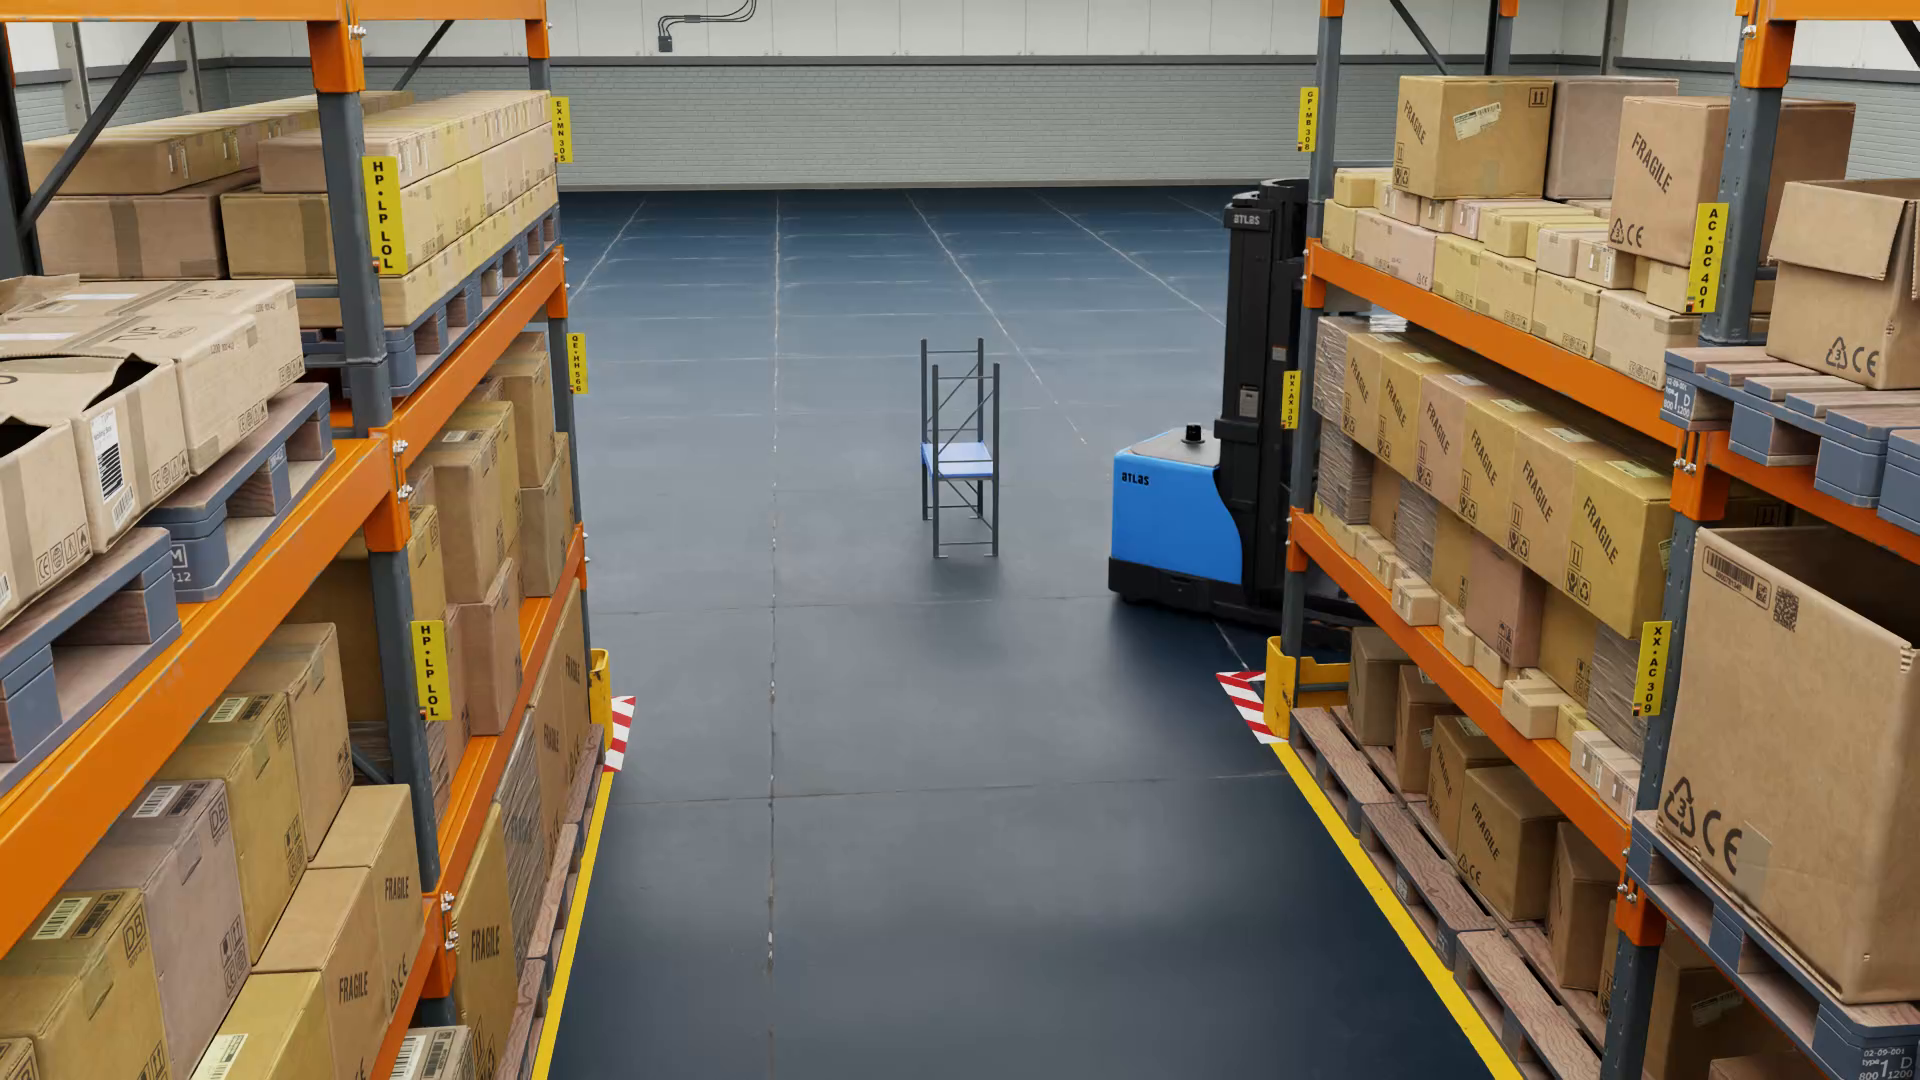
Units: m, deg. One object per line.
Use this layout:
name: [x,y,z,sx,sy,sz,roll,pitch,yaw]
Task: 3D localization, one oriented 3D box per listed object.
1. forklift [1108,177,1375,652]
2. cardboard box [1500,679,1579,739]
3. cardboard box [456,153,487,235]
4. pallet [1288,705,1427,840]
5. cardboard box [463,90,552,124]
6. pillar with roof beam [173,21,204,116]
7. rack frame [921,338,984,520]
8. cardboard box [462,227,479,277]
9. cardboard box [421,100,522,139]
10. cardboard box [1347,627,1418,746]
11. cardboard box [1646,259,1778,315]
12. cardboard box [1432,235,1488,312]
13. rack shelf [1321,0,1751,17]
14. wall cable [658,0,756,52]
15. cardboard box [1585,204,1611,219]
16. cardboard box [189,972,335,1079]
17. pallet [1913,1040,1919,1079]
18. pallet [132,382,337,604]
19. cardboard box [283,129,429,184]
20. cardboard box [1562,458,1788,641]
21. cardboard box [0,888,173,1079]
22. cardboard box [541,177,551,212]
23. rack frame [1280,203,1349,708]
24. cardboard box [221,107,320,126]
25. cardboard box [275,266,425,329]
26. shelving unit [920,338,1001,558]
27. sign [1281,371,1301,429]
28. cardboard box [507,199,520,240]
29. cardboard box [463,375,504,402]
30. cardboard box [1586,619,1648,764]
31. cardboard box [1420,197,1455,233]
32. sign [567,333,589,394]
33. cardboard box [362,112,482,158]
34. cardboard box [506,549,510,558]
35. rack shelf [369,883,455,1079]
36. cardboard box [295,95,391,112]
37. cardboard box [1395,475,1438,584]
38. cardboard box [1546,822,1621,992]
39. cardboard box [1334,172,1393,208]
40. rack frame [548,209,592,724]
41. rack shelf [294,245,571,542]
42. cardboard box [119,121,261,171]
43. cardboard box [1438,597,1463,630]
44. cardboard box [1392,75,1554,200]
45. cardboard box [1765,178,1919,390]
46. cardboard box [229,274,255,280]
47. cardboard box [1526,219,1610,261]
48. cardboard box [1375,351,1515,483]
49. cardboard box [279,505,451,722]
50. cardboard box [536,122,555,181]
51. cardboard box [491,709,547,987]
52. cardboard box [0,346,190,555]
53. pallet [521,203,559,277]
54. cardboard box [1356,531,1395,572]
forklift: [2.551,-0.846,10.980,3.031,2.935,1.130,12,21,34]
cardboard box: [2.351,0.655,6.501,0.380,0.149,0.250,-2,18,-6]
cardboard box: [-2.037,-1.269,6.089,0.500,0.250,0.500,-2,18,-6]
pallet: [2.429,1.217,8.948,1.003,0.211,1.213,-2,18,-6]
cardboard box: [-2.199,-2.106,8.090,0.380,0.149,0.250,-2,18,-5]
pillar with roof beam: [-12.059,-11.617,35.155,9.100,9.000,0.400,-2,18,-6]
rack frame: [-0.061,-0.892,13.516,0.500,1.500,0.032,-2,18,-6]
cardboard box: [-1.965,-1.046,6.044,0.380,0.149,0.250,-2,18,-7]
cardboard box: [-2.096,-1.804,7.127,0.380,0.149,0.250,-2,18,-5]
cardboard box: [2.420,0.800,9.094,0.500,0.500,0.500,1,17,5]
cardboard box: [2.464,-0.825,5.374,0.380,0.149,0.250,-1,17,-4]
cardboard box: [2.330,-1.131,7.015,0.500,0.250,0.500,-1,17,-4]
rack shelf: [2.578,-2.301,6.689,1.077,0.370,4.000,-2,18,-6]
wall cable: [-5.885,-14.313,38.067,2.305,6.003,0.169,-2,18,-6]
cardboard box: [2.825,-1.307,6.908,0.380,0.149,0.250,-1,17,-4]
cardboard box: [-1.735,1.336,3.746,0.500,0.500,0.500,-2,17,-5]
pallet: [2.952,1.507,3.688,1.003,0.211,1.213,-2,18,-6]
pallet: [-2.016,-0.132,3.903,0.805,0.209,1.217,-2,18,-8]
cardboard box: [-1.886,-1.199,5.201,0.380,0.149,0.250,-2,18,-6]
cardboard box: [2.465,0.020,5.772,0.500,0.500,0.500,-2,18,-6]
cardboard box: [-1.945,1.013,3.107,0.700,0.500,0.500,-2,18,-6]
cardboard box: [-2.175,-1.652,7.974,0.380,0.149,0.250,-2,18,-5]
rack frame: [2.372,-0.379,9.377,1.000,3.000,0.127,-2,18,-6]
cardboard box: [-2.697,-1.632,6.578,0.380,0.149,0.250,-2,17,-5]
cardboard box: [-1.859,-0.743,5.078,0.380,0.149,0.250,-2,18,-7]
shelving unit: [-0.009,-0.741,13.033,0.538,1.500,1.048,-2,18,-6]
sign: [1.833,-0.775,9.194,0.100,0.325,0.005,-2,18,-6]
cardboard box: [-2.070,-1.348,7.007,0.380,0.149,0.250,-2,18,-5]
cardboard box: [-2.501,-0.399,7.387,0.875,0.550,0.550,-2,18,-6]
cardboard box: [2.800,0.487,5.955,0.875,0.500,0.500,-2,18,-6]
cardboard box: [2.271,-1.451,7.369,0.380,0.149,0.250,-3,18,-8]
sign: [-2.031,-0.934,8.816,0.100,0.325,0.005,-2,18,-6]
cardboard box: [-1.991,-1.502,6.166,0.380,0.149,0.250,-2,18,-6]
cardboard box: [-2.381,0.272,7.052,0.875,0.550,0.500,-2,18,-6]
rack shelf: [-1.953,1.875,3.399,1.077,0.370,4.000,-2,18,-6]
cardboard box: [-2.802,-1.936,7.547,0.380,0.149,0.250,-2,18,-6]
cardboard box: [2.581,-0.109,7.851,0.875,0.500,0.500,-2,18,-6]
cardboard box: [2.717,1.514,6.819,0.500,0.500,0.500,4,18,12]
cardboard box: [2.101,-1.760,8.351,0.380,0.149,0.250,-1,17,-4]
rack frame: [-2.572,-0.256,8.985,1.000,3.000,0.127,-2,18,-6]
rack shelf: [-2.365,-0.748,6.745,1.077,0.370,4.000,-2,18,-6]
cardboard box: [-2.591,-1.328,5.611,0.380,0.149,0.250,-1,17,-5]
cardboard box: [2.380,0.353,7.463,0.380,0.149,0.250,-2,18,-6]
cardboard box: [2.257,-1.788,7.358,0.500,0.500,0.500,-2,18,-6]
cardboard box: [2.735,-0.725,4.598,0.797,0.503,0.637,-3,18,-8]
cardboard box: [-2.569,-0.874,5.498,0.380,0.149,0.250,-2,17,-5]
cardboard box: [2.408,-1.140,6.378,0.380,0.149,0.250,-1,17,-4]
cardboard box: [2.255,-0.575,7.669,0.500,0.500,0.500,-2,18,-6]
cardboard box: [-2.163,0.238,5.358,0.875,0.550,0.550,-2,18,-6]
cardboard box: [-2.243,-1.868,7.999,0.500,0.250,0.500,-2,17,-5]
cardboard box: [-2.251,1.291,6.903,0.875,0.875,0.875,-2,18,-5]
cardboard box: [-1.760,-0.186,3.033,0.500,0.311,0.500,-2,18,-8]
pallet: [-2.485,-1.424,7.846,1.003,0.211,1.213,-2,18,-6]
cardboard box: [2.228,0.057,8.408,0.380,0.149,0.250,-2,18,-6]
